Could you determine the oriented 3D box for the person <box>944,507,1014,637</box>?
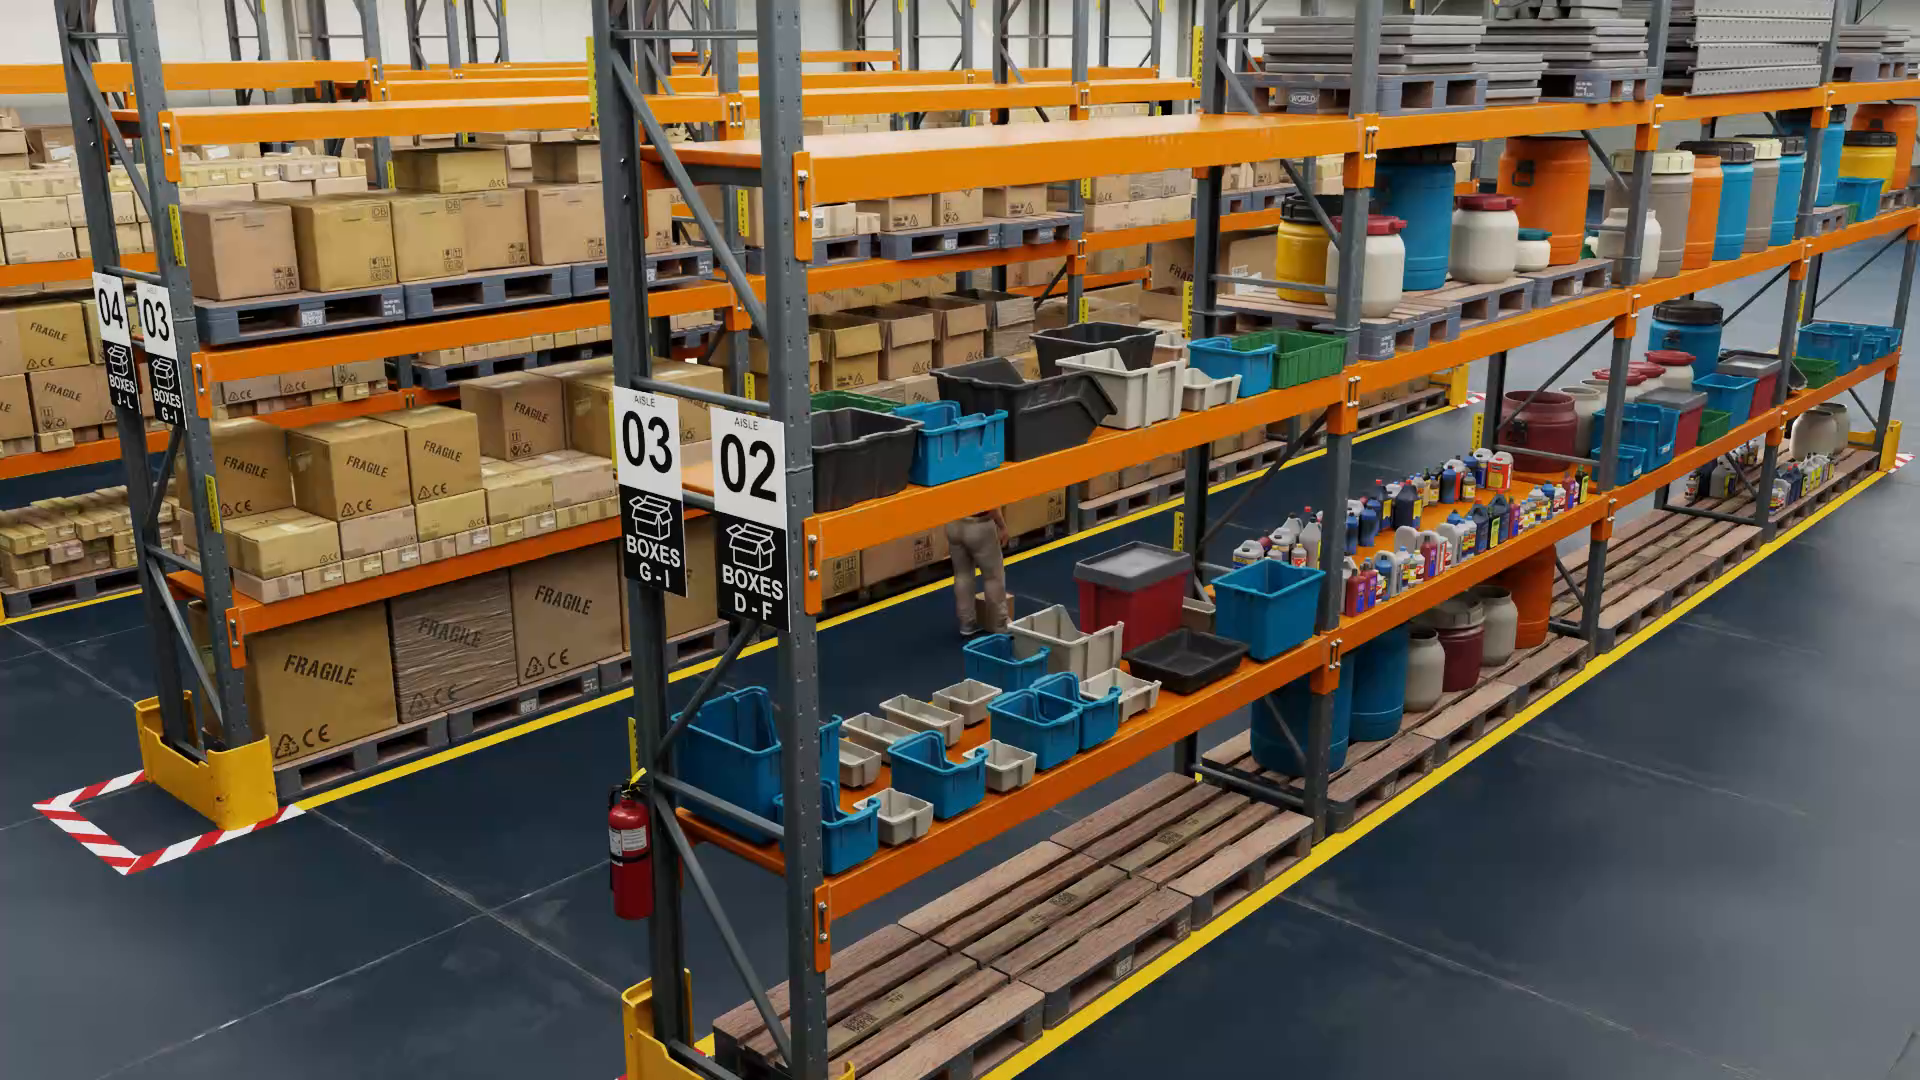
[{"bbox_3d":[0.151,-0.097,12.864,0.639,1.727,0.551,14,21,38],"label":"person"}]
